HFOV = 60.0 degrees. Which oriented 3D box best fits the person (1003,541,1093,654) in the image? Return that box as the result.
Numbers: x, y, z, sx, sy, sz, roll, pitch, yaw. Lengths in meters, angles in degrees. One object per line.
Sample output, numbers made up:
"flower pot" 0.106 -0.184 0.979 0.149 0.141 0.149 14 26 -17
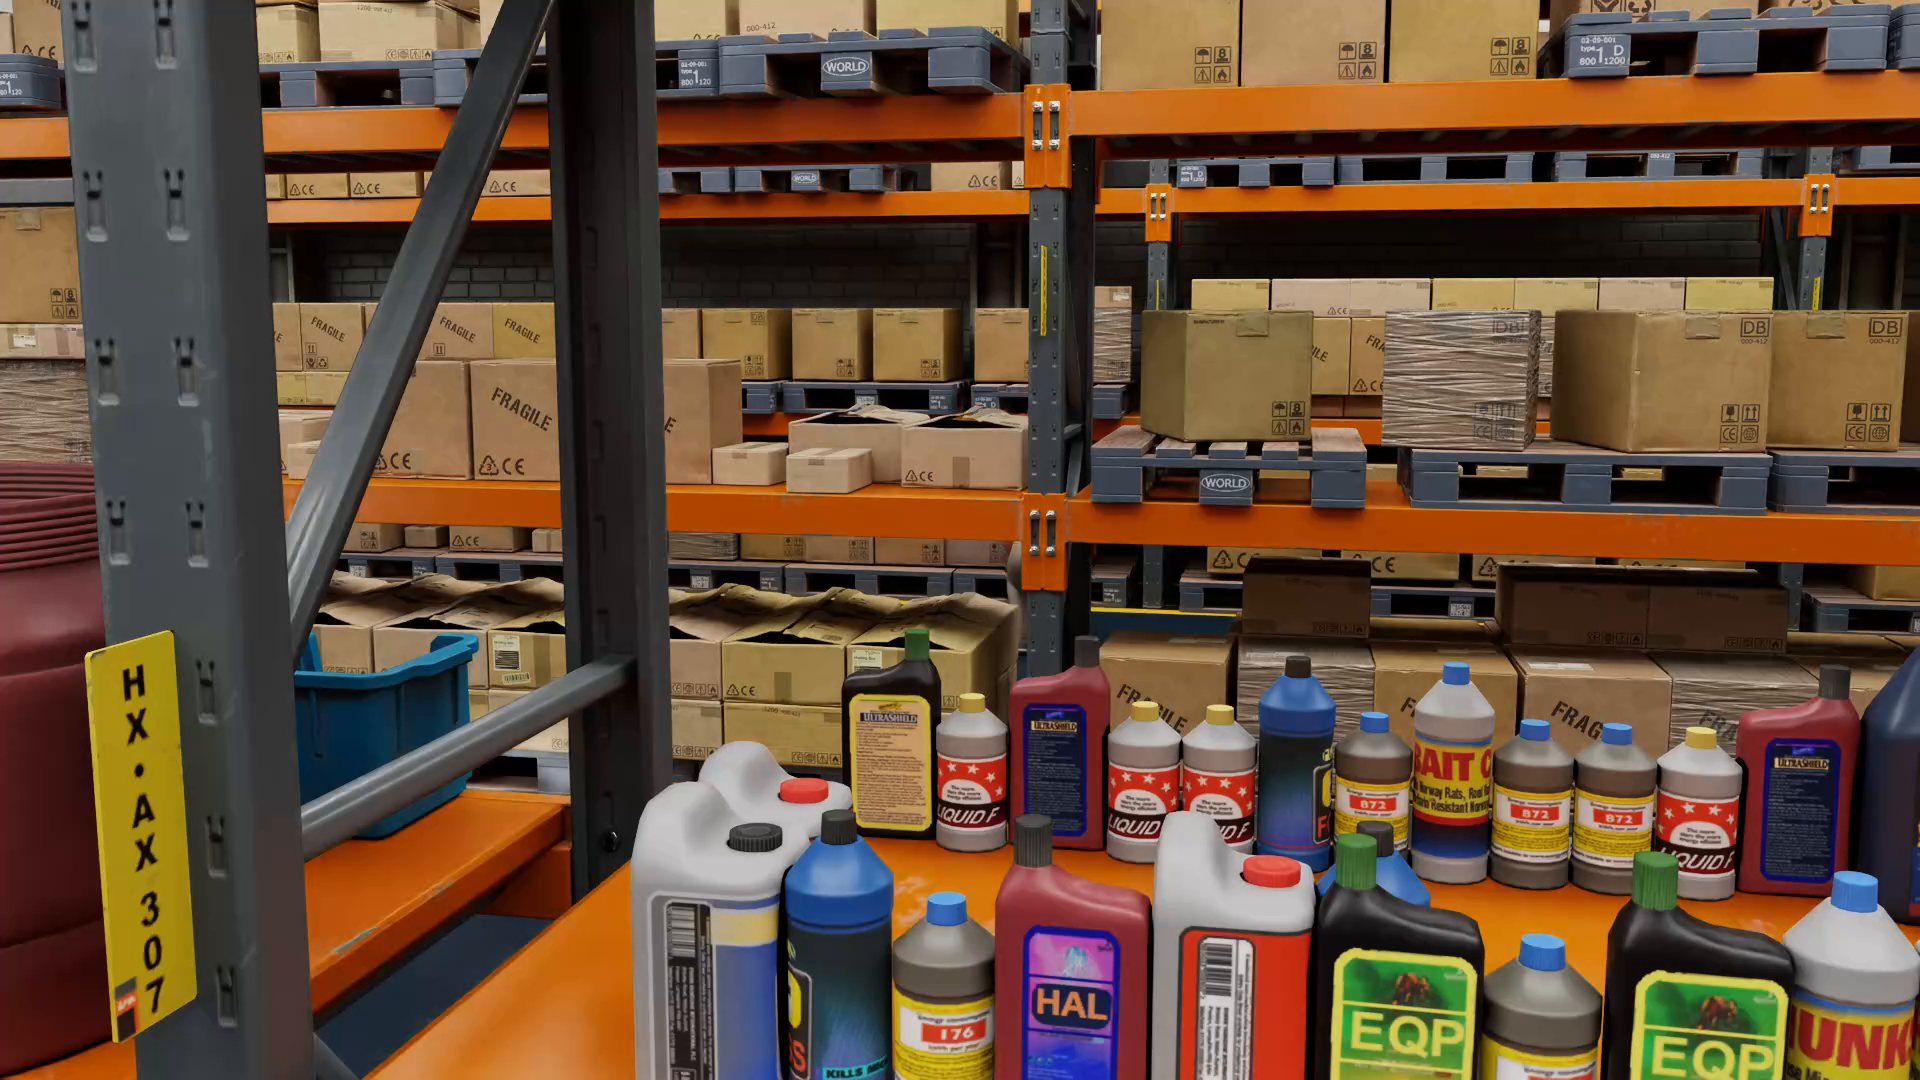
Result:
"person" 0.497 0.082 9.889 0.573 1.155 0.813 2 8 11
